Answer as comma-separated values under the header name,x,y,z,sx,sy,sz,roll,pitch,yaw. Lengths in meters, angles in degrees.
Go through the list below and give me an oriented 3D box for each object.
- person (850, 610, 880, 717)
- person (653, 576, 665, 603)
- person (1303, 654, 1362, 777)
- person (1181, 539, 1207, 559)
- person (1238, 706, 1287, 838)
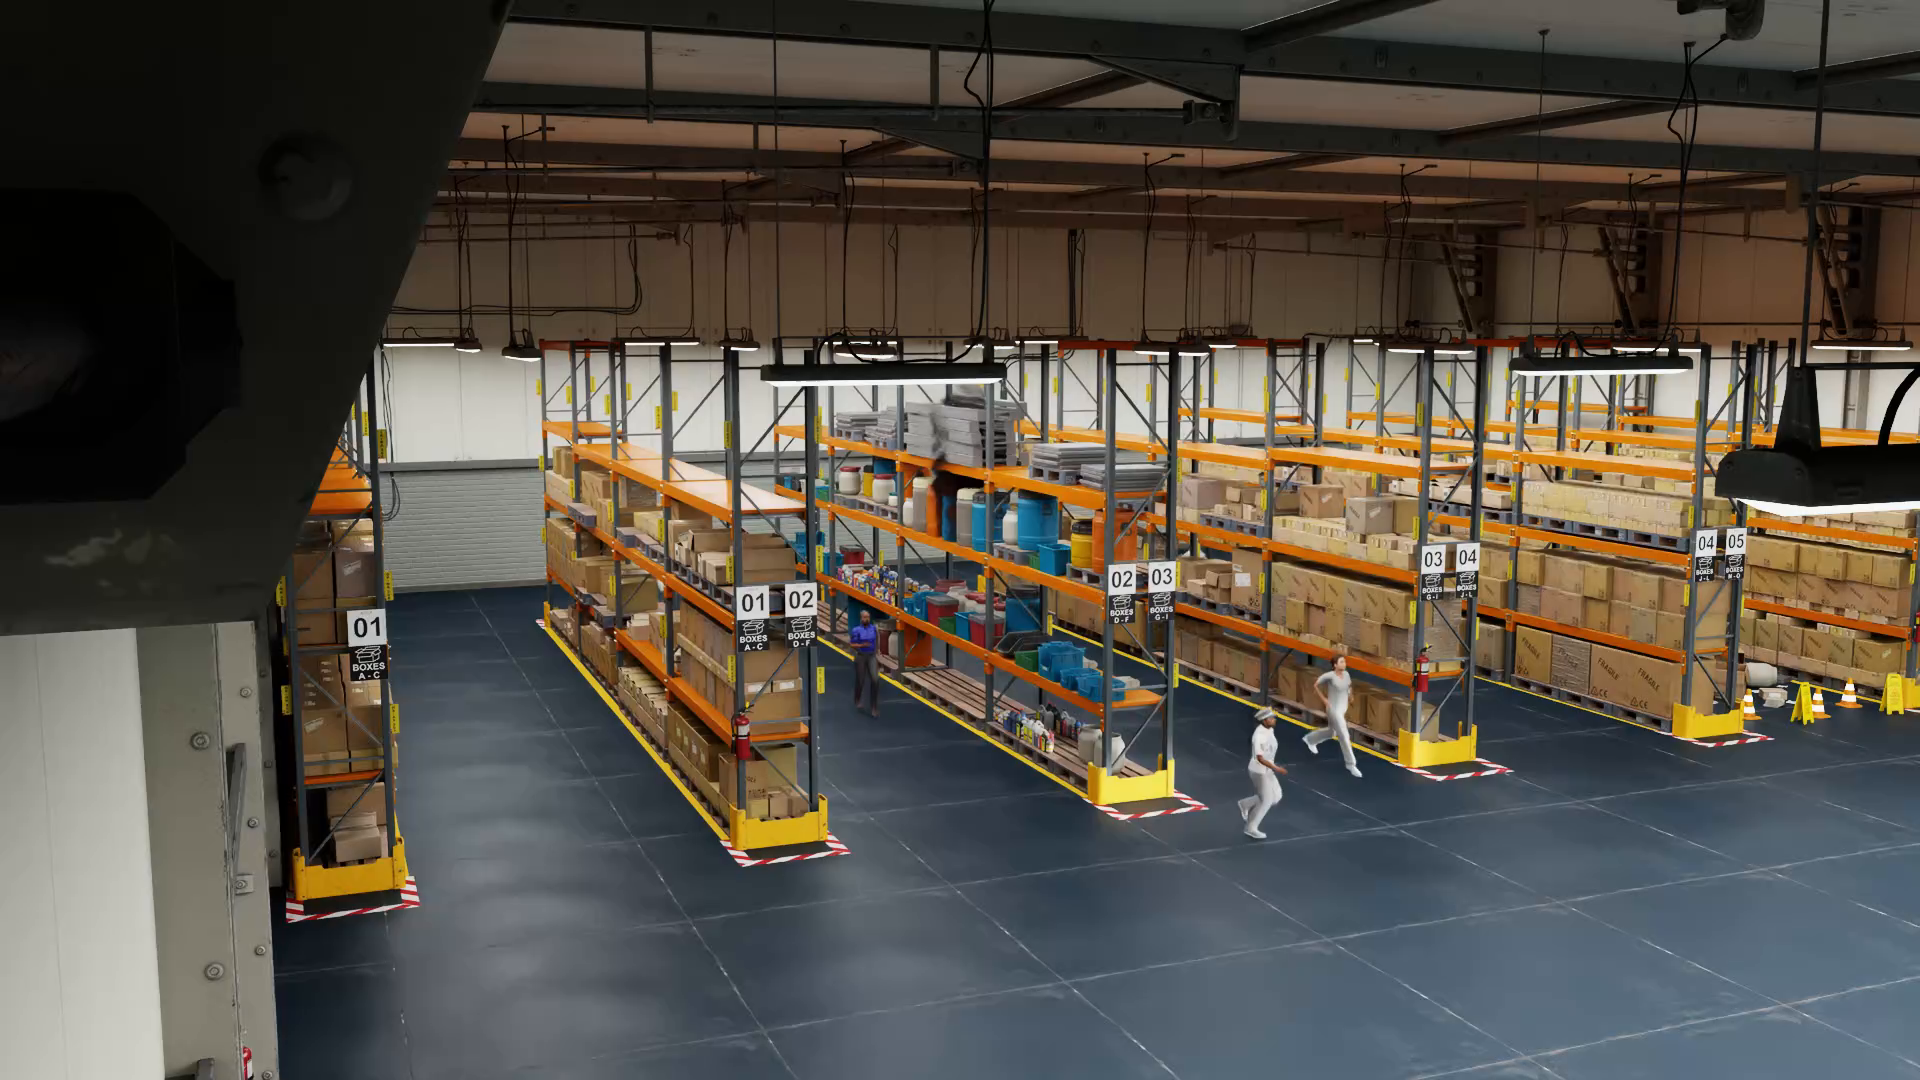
name,x,y,z,sx,sy,sz,roll,pitch,yaw
person,-1.540,1.990,27.101,0.560,1.713,0.742,-3,8,-22
person,-6.327,0.882,35.299,0.834,1.805,0.709,6,10,41
person,5.346,2.437,23.707,0.534,1.680,1.120,-6,10,-40
person,5.009,0.839,35.423,0.667,1.768,0.963,-4,8,-28
person,3.752,2.855,20.586,0.621,1.667,0.602,2,8,18
